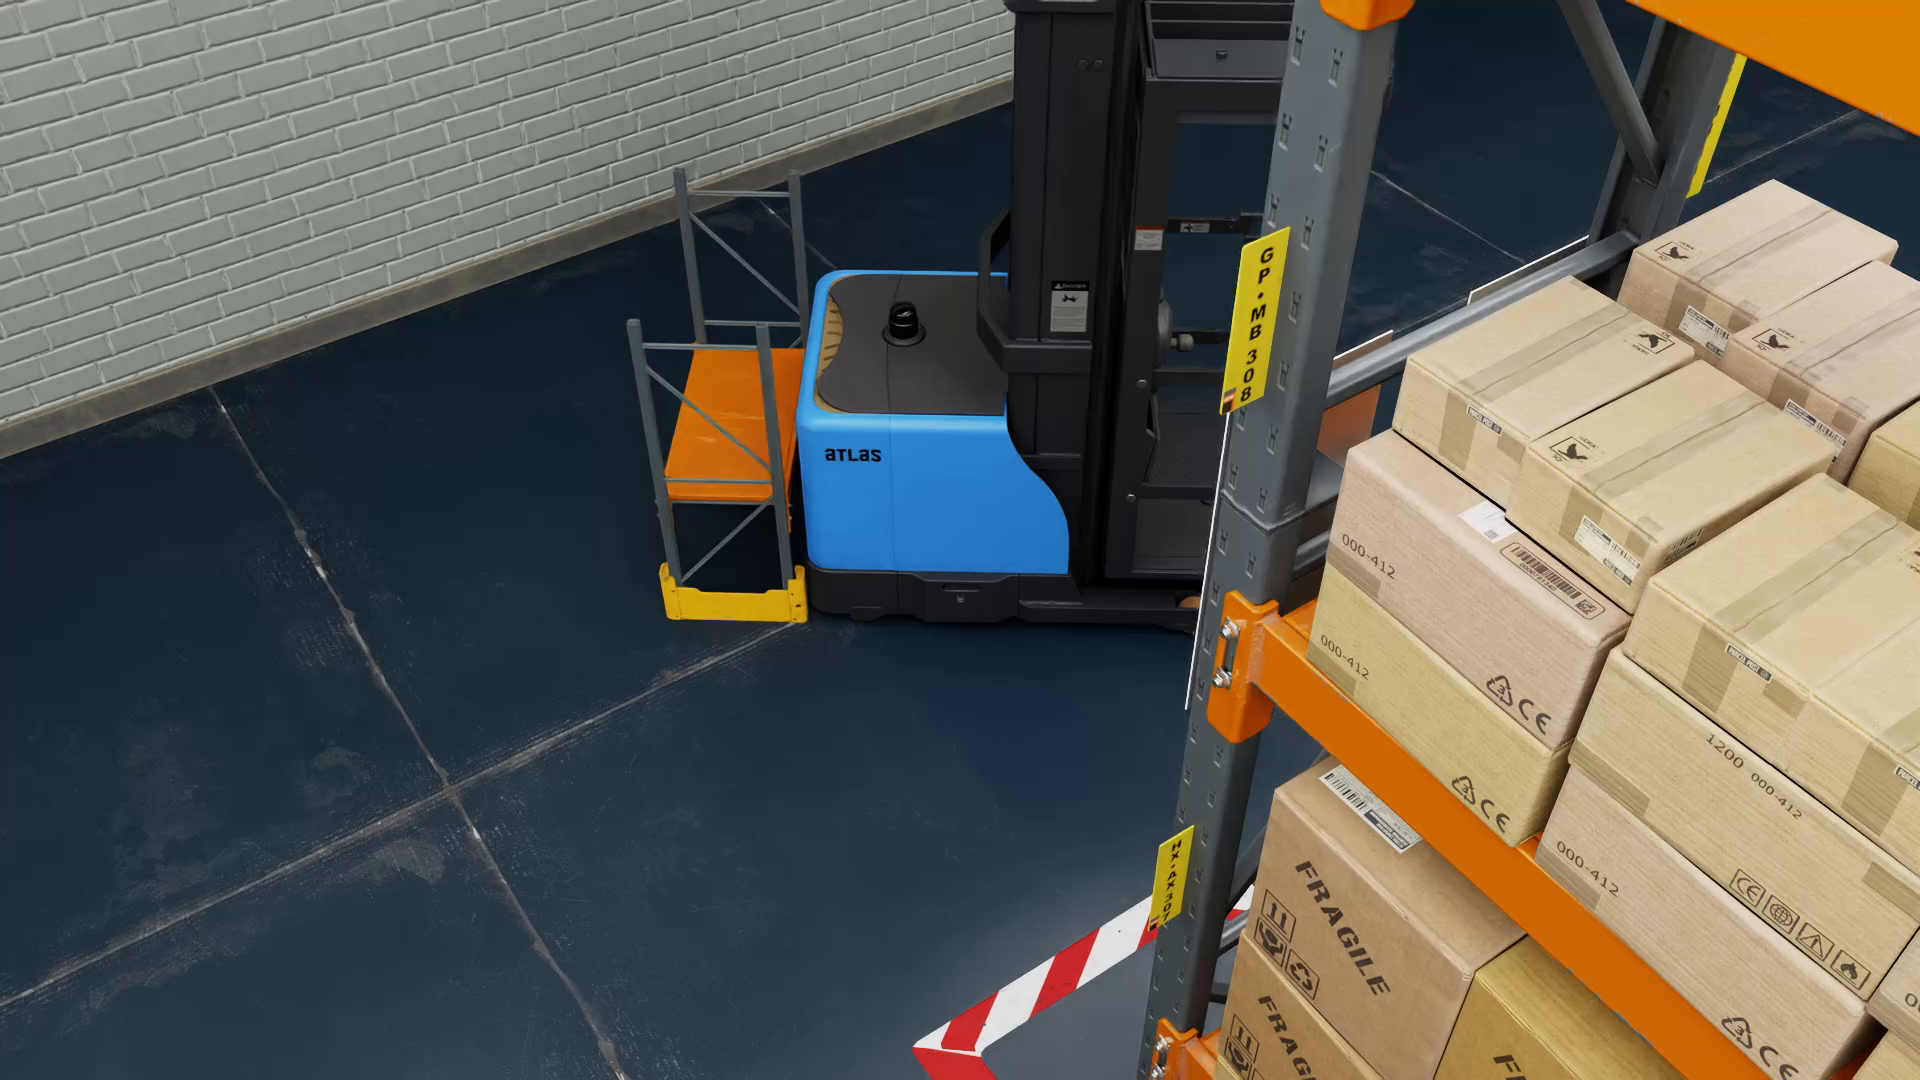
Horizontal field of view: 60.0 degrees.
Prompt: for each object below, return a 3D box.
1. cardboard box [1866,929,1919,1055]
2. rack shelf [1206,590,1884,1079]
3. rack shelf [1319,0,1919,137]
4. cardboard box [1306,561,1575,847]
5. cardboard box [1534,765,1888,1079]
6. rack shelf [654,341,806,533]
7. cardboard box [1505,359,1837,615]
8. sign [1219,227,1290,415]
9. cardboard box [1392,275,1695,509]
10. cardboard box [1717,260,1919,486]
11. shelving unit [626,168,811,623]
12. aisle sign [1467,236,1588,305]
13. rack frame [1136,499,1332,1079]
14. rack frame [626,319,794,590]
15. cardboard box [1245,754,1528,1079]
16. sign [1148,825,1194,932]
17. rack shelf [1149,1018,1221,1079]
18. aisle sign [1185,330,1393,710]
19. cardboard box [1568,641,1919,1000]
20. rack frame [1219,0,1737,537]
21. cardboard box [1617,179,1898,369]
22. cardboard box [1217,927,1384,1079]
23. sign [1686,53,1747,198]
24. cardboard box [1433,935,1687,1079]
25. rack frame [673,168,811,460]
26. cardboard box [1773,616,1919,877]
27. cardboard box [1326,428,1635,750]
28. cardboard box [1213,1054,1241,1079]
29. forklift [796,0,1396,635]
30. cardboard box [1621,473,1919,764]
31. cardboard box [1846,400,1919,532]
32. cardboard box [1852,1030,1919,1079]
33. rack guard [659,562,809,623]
[{"bbox_3d":[1.527,0.572,2.044,0.500,0.250,0.500,-25,49,-24],"label":"cardboard box"},{"bbox_3d":[2.054,1.154,2.209,1.077,0.370,4.000,-26,49,-24],"label":"rack shelf"},{"bbox_3d":[2.054,0.070,1.174,1.077,0.370,4.000,-26,49,-24],"label":"rack shelf"},{"bbox_3d":[0.957,0.171,2.826,0.500,0.250,0.500,-24,49,-23],"label":"cardboard box"},{"bbox_3d":[1.255,0.471,2.512,0.500,0.250,0.500,-24,49,-23],"label":"cardboard box"},{"bbox_3d":[-0.907,-0.443,6.879,0.538,0.185,1.000,1,44,2],"label":"rack shelf"},{"bbox_3d":[1.040,-0.085,2.443,0.380,0.149,0.250,-24,49,-23],"label":"cardboard box"},{"bbox_3d":[0.465,-0.341,2.620,0.100,0.325,0.005,-26,49,-24],"label":"sign"},{"bbox_3d":[0.909,-0.236,2.602,0.380,0.149,0.250,-26,49,-25],"label":"cardboard box"},{"bbox_3d":[1.420,-0.268,2.635,0.380,0.149,0.250,-25,49,-24],"label":"cardboard box"},{"bbox_3d":[-0.907,-0.580,6.762,0.587,1.500,1.083,1,44,2],"label":"shelving unit"},{"bbox_3d":[1.114,-0.254,3.452,0.394,0.787,0.004,-26,49,-24],"label":"aisle sign"},{"bbox_3d":[0.910,0.846,4.182,1.000,3.000,0.127,-26,49,-24],"label":"rack frame"},{"bbox_3d":[-0.926,-0.223,6.388,0.500,1.500,0.032,1,44,2],"label":"rack frame"},{"bbox_3d":[0.949,0.700,3.324,0.500,0.500,0.500,-26,49,-25],"label":"cardboard box"},{"bbox_3d":[0.465,0.747,3.659,0.100,0.325,0.005,-26,49,-24],"label":"sign"},{"bbox_3d":[2.054,2.239,3.244,1.077,0.370,4.000,-26,49,-24],"label":"rack shelf"},{"bbox_3d":[0.622,-0.017,3.204,0.394,0.787,0.004,-26,49,-24],"label":"aisle sign"},{"bbox_3d":[1.248,0.281,2.349,0.500,0.250,0.500,-26,50,-25],"label":"cardboard box"},{"bbox_3d":[0.910,-1.324,2.111,1.000,3.000,0.127,-26,49,-24],"label":"rack frame"},{"bbox_3d":[1.341,-0.438,2.813,0.380,0.149,0.250,-26,50,-25],"label":"cardboard box"},{"bbox_3d":[0.940,1.066,3.665,0.500,0.500,0.500,-23,48,-23],"label":"cardboard box"},{"bbox_3d":[1.377,-0.767,3.059,0.100,0.325,0.005,-26,49,-24],"label":"sign"},{"bbox_3d":[1.243,0.983,3.027,0.500,0.500,0.500,-24,49,-23],"label":"cardboard box"},{"bbox_3d":[-0.889,-0.924,7.123,0.500,1.500,0.032,1,44,2],"label":"rack frame"},{"bbox_3d":[1.274,0.236,2.107,0.380,0.149,0.250,-25,49,-24],"label":"cardboard box"},{"bbox_3d":[0.954,-0.009,2.652,0.500,0.250,0.500,-25,49,-24],"label":"cardboard box"},{"bbox_3d":[0.827,1.250,3.941,0.380,0.149,0.250,-26,49,-25],"label":"cardboard box"},{"bbox_3d":[0.897,-1.043,6.211,3.031,2.935,1.130,1,44,1],"label":"forklift"},{"bbox_3d":[1.135,0.098,2.252,0.380,0.149,0.250,-26,49,-24],"label":"cardboard box"},{"bbox_3d":[1.550,-0.114,2.474,0.380,0.149,0.250,-27,50,-26],"label":"cardboard box"},{"bbox_3d":[1.560,0.757,2.212,0.500,0.250,0.500,-27,50,-26],"label":"cardboard box"},{"bbox_3d":[-0.925,0.216,6.833,0.587,0.250,0.087,1,44,2],"label":"rack guard"}]
